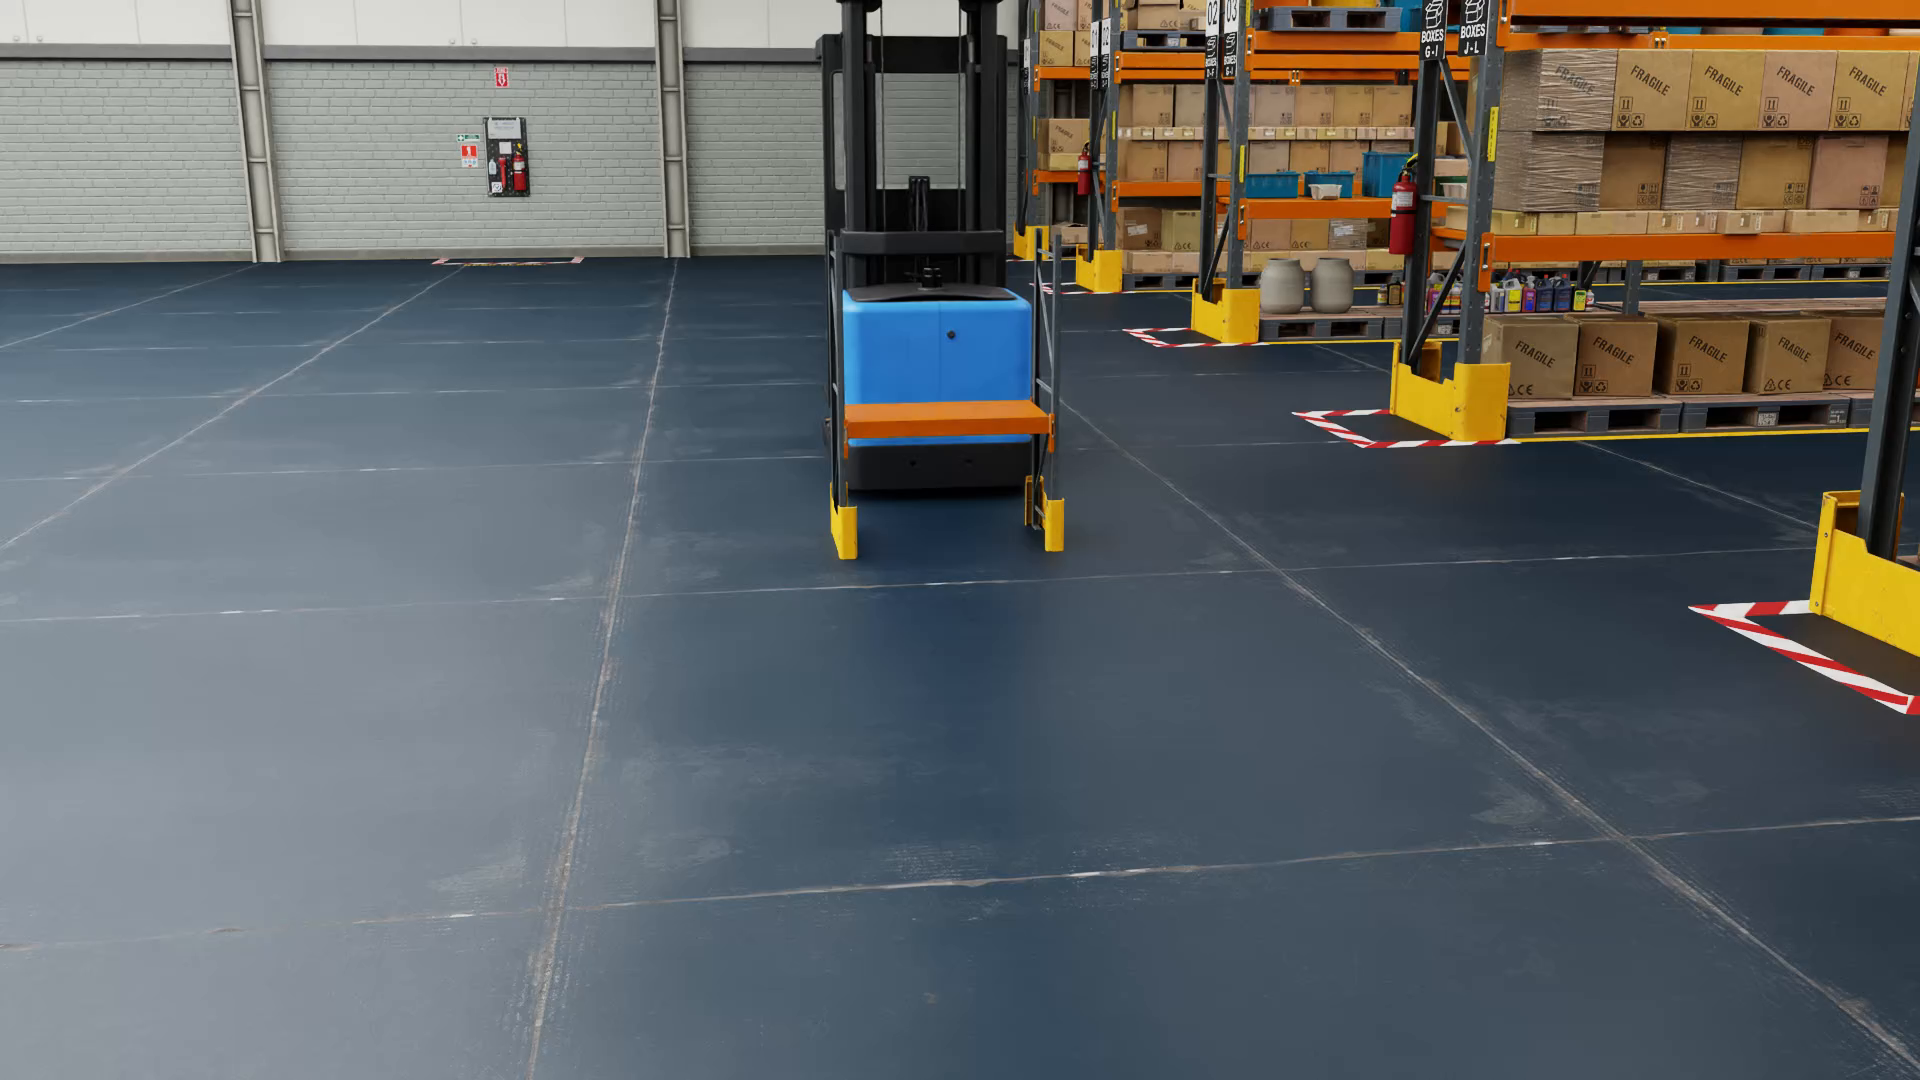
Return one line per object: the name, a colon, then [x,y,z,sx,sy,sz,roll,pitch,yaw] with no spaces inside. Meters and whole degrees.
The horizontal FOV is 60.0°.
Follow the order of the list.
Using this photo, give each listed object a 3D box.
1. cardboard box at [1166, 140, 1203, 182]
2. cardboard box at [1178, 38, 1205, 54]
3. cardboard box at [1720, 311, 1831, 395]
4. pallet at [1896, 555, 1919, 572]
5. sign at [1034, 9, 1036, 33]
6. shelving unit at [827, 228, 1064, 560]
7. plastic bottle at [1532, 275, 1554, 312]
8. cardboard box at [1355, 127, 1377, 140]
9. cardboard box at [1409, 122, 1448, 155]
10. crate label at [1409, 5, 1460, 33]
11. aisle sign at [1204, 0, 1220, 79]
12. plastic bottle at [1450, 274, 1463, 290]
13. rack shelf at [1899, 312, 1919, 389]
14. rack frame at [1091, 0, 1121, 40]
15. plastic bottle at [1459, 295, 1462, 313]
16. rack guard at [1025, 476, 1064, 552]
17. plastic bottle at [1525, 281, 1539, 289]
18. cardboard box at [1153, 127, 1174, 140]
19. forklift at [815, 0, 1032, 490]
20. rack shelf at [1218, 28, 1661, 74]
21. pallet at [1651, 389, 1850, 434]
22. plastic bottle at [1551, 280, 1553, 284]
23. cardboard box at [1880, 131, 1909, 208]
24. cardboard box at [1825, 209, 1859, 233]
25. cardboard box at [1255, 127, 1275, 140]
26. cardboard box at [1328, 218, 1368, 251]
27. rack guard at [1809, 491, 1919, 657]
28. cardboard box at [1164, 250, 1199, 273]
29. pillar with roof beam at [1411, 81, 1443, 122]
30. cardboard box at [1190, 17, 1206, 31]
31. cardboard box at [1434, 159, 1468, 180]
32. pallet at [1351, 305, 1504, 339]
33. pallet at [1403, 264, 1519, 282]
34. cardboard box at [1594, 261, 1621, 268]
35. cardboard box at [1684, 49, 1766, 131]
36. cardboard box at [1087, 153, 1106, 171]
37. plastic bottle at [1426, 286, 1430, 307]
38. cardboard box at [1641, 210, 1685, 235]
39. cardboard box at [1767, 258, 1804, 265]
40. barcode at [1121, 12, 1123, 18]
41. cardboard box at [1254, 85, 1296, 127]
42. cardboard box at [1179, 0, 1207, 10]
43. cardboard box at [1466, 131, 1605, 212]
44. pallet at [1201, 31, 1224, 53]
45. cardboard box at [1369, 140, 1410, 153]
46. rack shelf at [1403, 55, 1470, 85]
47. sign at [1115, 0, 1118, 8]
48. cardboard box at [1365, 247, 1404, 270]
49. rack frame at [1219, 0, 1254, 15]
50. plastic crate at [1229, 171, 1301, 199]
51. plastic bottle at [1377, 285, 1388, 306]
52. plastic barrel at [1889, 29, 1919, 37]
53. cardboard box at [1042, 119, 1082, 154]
cardboard box: [2.738,-4.699,20.585,0.500,0.500,0.700,-2,14,-7]
cardboard box: [3.462,-7.343,24.923,0.500,0.500,0.500,-3,14,-11]
cardboard box: [5.614,-1.300,11.516,0.500,0.500,0.500,-3,14,-13]
pallet: [4.646,0.269,6.717,1.213,0.211,1.003,-2,14,-8]
sign: [1.095,-7.556,24.221,0.005,0.325,0.100,-2,14,-8]
shelving unit: [-0.075,-0.725,8.028,1.083,1.500,0.587,-2,14,-8]
plastic bottle: [5.662,-2.398,16.159,0.185,0.351,0.144,-3,14,-11]
cardboard box: [4.971,-5.044,20.629,0.250,0.149,0.380,-3,14,-10]
cardboard box: [7.233,-6.289,26.024,0.500,0.500,0.700,-2,14,-8]
crate label: [4.390,-4.796,15.317,0.408,0.251,0.502,-2,14,-8]
aisle sign: [2.374,-4.754,15.668,0.004,0.787,0.394,-2,14,-8]
plastic bottle: [4.978,-2.546,16.749,0.185,0.351,0.144,-2,14,-9]
rack shelf: [5.844,-0.760,6.564,4.000,0.370,1.077,-2,14,-8]
rack frame: [1.756,-7.526,19.732,0.127,3.000,1.000,-2,14,-8]
plastic bottle: [4.865,-2.291,16.038,0.097,0.201,0.097,0,14,0]
rack guard: [0.417,-0.137,8.252,0.087,0.250,0.587,-2,14,-8]
plastic bottle: [5.615,-2.397,16.307,0.135,0.276,0.152,-2,14,-8]
cardboard box: [2.436,-4.952,20.261,0.250,0.149,0.380,-2,14,-10]
forklift: [-0.299,-2.000,10.172,1.130,2.935,3.031,-2,14,-7]
rack shelf: [4.467,-4.603,15.722,4.000,0.370,1.077,-2,14,-8]
pallet: [5.315,-0.948,11.566,1.213,0.211,1.003,-2,14,-8]
plastic bottle: [6.065,-2.553,16.941,0.097,0.271,0.097,0,14,0]
cardboard box: [6.229,-2.560,11.445,0.500,0.500,0.875,-2,14,-8]
cardboard box: [5.771,-2.144,11.122,0.250,0.149,0.380,-2,14,-8]
cardboard box: [3.696,-4.997,20.442,0.250,0.149,0.380,-2,14,-8]
cardboard box: [4.789,-3.910,20.894,0.500,0.500,0.500,-2,14,-8]
rack guard: [3.843,0.177,6.488,0.348,0.500,1.175,-2,14,-8]
cardboard box: [2.813,-3.471,20.685,0.500,0.250,0.500,-2,14,-8]
pillar with roof beam: [8.152,-8.133,22.151,0.400,9.000,9.100,-2,14,-8]
cardboard box: [2.945,-6.221,20.060,0.250,0.149,0.380,-2,14,-8]
cardboard box: [6.191,-4.717,21.171,0.500,0.250,0.500,-1,14,-5]
pallet: [4.566,-2.157,16.391,1.213,0.211,1.003,-2,14,-8]
pallet: [6.434,-3.445,21.522,1.213,0.211,1.003,-2,14,-8]
cardboard box: [8.175,-3.661,21.443,0.500,0.250,0.500,-2,14,-7]
cardboard box: [4.802,-2.900,10.747,0.500,0.500,0.500,-2,14,-8]
cardboard box: [2.055,-5.708,25.083,0.500,0.250,0.500,-3,14,-10]
plastic bottle: [4.668,-2.431,16.596,0.097,0.201,0.097,0,14,0]
cardboard box: [4.537,-2.095,10.927,0.250,0.149,0.380,-2,14,-8]
cardboard box: [10.676,-3.875,21.741,0.500,0.500,0.500,-3,14,-10]
barcode: [1.982,-6.479,20.532,0.075,0.075,0.001,-2,14,-8]
cardboard box: [3.784,-5.367,20.582,0.500,0.500,0.700,-2,14,-8]
cardboard box: [3.459,-7.823,24.782,0.500,0.500,0.500,-3,14,-10]
cardboard box: [3.776,-2.439,10.964,0.500,0.500,0.875,-2,14,-8]
pallet: [3.668,-6.092,20.364,1.213,0.211,1.003,-2,14,-8]
cardboard box: [5.273,-4.792,20.957,0.500,0.500,0.700,-2,14,-10]
rack shelf: [7.689,-5.939,21.051,4.000,0.370,1.077,-2,14,-8]
sign: [1.832,-6.400,19.447,0.005,0.325,0.100,-2,14,-8]
cardboard box: [5.285,-3.562,21.046,0.500,0.250,0.500,-2,14,-8]
rack frame: [2.490,-6.334,14.980,0.127,3.000,1.000,-2,14,-8]
plastic crate: [2.940,-3.442,16.087,0.616,0.251,0.499,-2,14,-8]
plastic bottle: [4.241,-2.452,16.683,0.097,0.201,0.097,0,14,0]
plastic barrel: [9.178,-5.000,16.110,0.301,0.262,0.301,0,14,0]
cardboard box: [1.531,-6.053,24.917,0.500,0.500,0.500,-2,14,-8]
